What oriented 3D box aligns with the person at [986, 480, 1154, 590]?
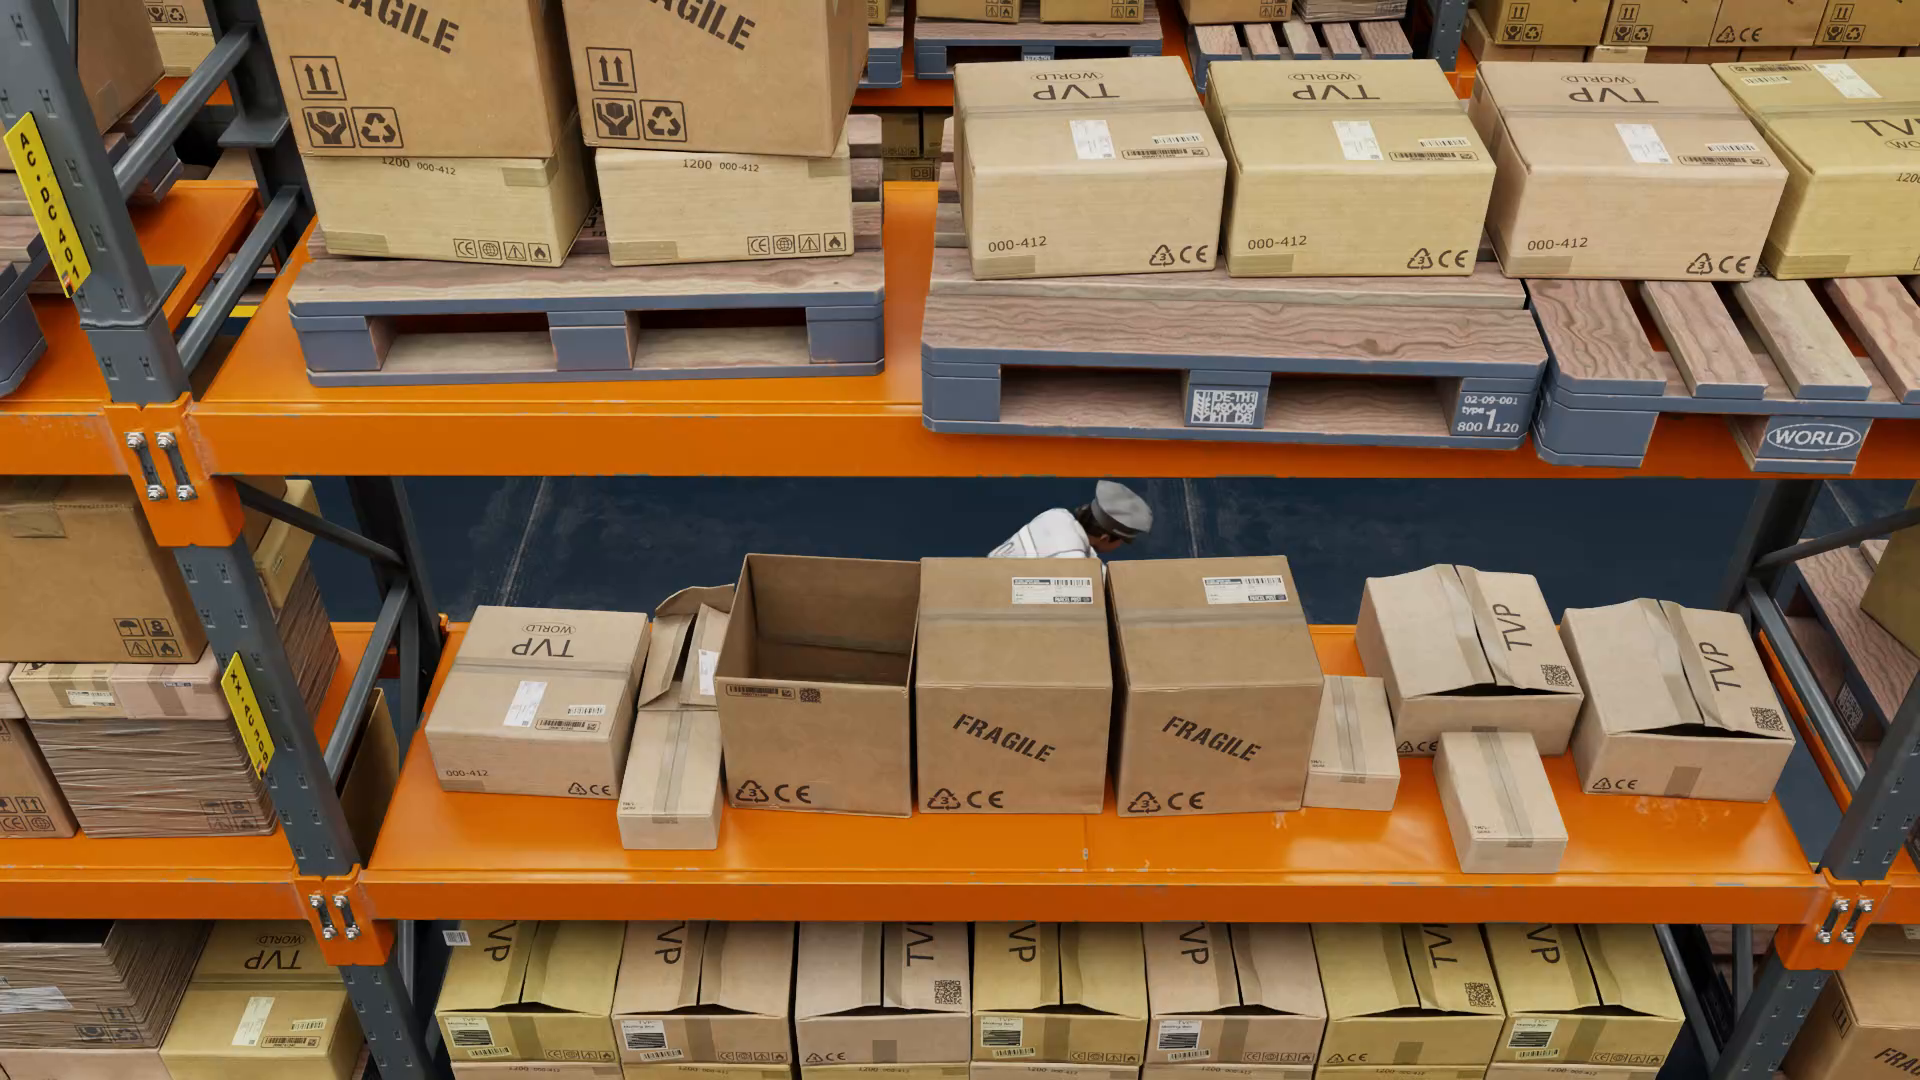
[{"bbox_3d":[0.365,0.226,6.436,0.841,0.975,0.472,0,40,0],"label":"person"}]
